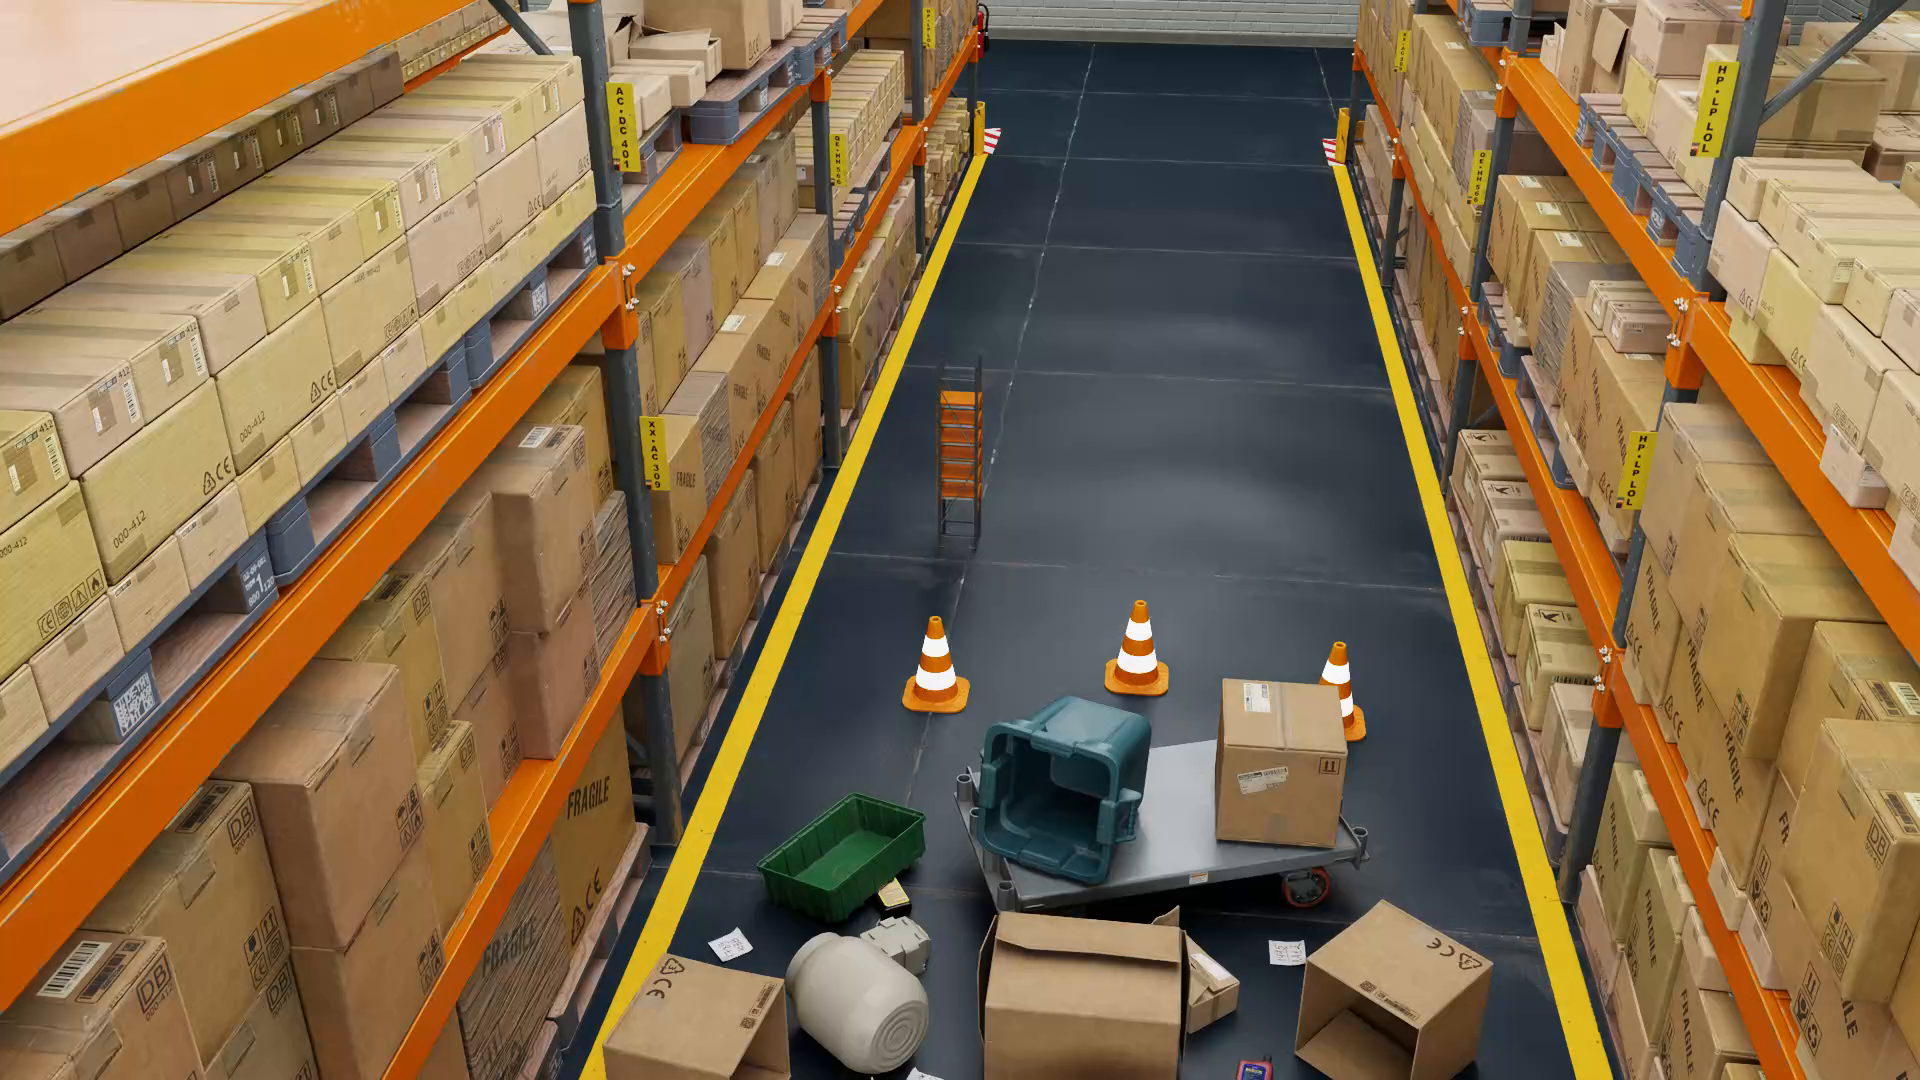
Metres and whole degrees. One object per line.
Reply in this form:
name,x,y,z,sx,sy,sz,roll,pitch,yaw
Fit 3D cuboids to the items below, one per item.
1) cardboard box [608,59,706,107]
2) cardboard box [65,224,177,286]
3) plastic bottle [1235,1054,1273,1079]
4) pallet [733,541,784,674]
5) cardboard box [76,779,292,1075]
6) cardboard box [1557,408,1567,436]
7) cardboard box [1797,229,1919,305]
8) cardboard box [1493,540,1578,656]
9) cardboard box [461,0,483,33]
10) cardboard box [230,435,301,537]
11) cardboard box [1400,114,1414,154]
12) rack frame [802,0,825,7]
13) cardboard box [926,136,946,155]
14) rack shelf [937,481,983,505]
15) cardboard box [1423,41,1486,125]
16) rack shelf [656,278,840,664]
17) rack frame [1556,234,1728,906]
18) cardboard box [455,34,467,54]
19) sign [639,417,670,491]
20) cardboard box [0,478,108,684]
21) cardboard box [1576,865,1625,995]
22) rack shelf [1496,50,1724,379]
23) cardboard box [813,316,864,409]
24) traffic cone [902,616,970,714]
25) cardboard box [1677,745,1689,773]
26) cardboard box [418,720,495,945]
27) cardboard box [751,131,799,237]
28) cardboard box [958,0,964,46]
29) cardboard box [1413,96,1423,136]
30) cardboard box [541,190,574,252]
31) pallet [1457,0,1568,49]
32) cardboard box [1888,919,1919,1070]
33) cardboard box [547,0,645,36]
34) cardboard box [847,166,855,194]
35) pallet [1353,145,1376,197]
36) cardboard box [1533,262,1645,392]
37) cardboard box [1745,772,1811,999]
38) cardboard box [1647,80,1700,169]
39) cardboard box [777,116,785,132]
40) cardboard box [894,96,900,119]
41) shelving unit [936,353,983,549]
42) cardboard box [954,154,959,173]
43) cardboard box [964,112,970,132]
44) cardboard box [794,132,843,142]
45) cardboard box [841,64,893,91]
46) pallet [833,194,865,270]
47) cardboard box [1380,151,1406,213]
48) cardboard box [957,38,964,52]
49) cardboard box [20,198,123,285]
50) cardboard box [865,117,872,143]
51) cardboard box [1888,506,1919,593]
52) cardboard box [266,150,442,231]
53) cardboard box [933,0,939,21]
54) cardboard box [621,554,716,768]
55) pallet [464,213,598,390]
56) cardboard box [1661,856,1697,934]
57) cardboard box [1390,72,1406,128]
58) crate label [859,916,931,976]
cardboard box,-1.357,-2.047,7.441,0.380,0.149,0.250,3,28,6
cardboard box,-2.308,-0.651,4.429,0.500,0.250,0.500,4,29,7
plastic bottle,1.119,2.068,6.346,0.133,0.061,0.283,8,29,15
pallet,-1.620,0.320,9.433,1.003,0.211,1.213,3,28,6
cardboard box,-2.218,0.941,4.044,0.875,0.550,0.550,3,28,6
cardboard box,3.066,-0.536,7.904,0.380,0.149,0.250,3,28,6
cardboard box,2.672,-0.785,4.807,0.380,0.149,0.250,3,28,6
cardboard box,3.368,0.335,8.793,0.950,0.372,0.625,4,29,8
cardboard box,-5.148,-5.291,16.753,0.500,0.250,0.500,2,28,4
cardboard box,-1.794,-0.138,3.897,0.380,0.149,0.250,3,29,6
cardboard box,3.802,-3.232,13.244,0.500,0.250,0.500,3,28,5
rack frame,-1.297,-4.488,9.092,1.000,3.000,0.127,3,28,6
cardboard box,-0.342,-3.805,16.087,0.380,0.149,0.250,3,29,6
rack shelf,-0.002,-0.271,10.088,0.258,0.103,0.180,3,28,6
cardboard box,3.680,-3.306,12.065,0.500,0.500,0.500,3,28,5
rack shelf,-1.542,-0.588,8.938,1.077,0.370,4.000,3,28,6
rack frame,3.138,0.276,6.574,1.000,3.000,0.127,3,28,6
cardboard box,-5.131,-4.931,16.506,0.380,0.149,0.250,4,29,7
sign,-1.236,-0.348,6.737,0.100,0.325,0.005,3,28,6
cardboard box,-1.963,0.093,3.049,0.500,0.250,0.500,3,28,6
cardboard box,2.798,1.564,6.641,0.500,0.250,0.500,2,28,4
rack shelf,3.383,-1.669,7.781,1.077,0.370,4.000,3,28,6
cardboard box,-0.957,-1.249,11.599,0.500,0.500,0.500,2,28,4
traffic cone,-0.124,0.610,8.631,0.336,0.463,0.334,3,28,6
cardboard box,2.799,0.765,5.932,0.380,0.149,0.250,3,28,6
cardboard box,-2.014,0.907,5.245,0.875,0.550,0.500,3,28,6
cardboard box,-1.362,-2.120,9.863,0.700,0.500,0.500,3,28,6
cardboard box,-0.237,-5.079,16.097,0.500,0.500,0.500,3,29,6
cardboard box,3.748,-3.206,12.669,0.500,0.250,0.500,4,29,7
cardboard box,-1.545,-1.094,5.672,0.380,0.149,0.250,4,29,7
pallet,3.654,-3.150,9.971,1.213,0.211,1.003,5,29,9
cardboard box,2.563,1.053,3.659,0.700,0.500,0.500,4,29,7
cardboard box,-1.728,-2.551,8.206,0.500,0.311,0.500,3,28,5
cardboard box,-0.945,-2.500,11.550,0.380,0.149,0.250,5,29,9
pallet,4.588,-3.764,17.014,1.003,0.211,1.213,3,28,6
cardboard box,3.159,-1.037,8.150,0.500,0.500,0.500,2,28,4
cardboard box,2.652,1.005,4.804,0.500,0.500,0.500,4,29,7
cardboard box,3.133,-1.684,6.767,0.500,0.250,0.500,4,29,7
cardboard box,-1.501,-3.040,12.238,0.380,0.149,0.250,3,28,5
cardboard box,-0.690,-3.483,13.374,0.380,0.149,0.250,4,29,6
shelving unit,-0.002,-0.521,9.953,0.258,1.200,0.189,3,28,6
cardboard box,-0.210,-3.795,16.695,0.380,0.149,0.250,2,28,4
cardboard box,-0.098,-4.408,17.519,0.380,0.149,0.250,3,28,5
cardboard box,-0.983,-2.631,11.166,0.380,0.149,0.250,3,28,6
cardboard box,-0.728,-3.617,12.997,0.380,0.149,0.250,2,28,5
pallet,-1.315,-2.104,11.195,1.213,0.211,1.003,3,28,6
cardboard box,4.411,-3.257,15.392,0.875,0.438,0.875,3,28,5
cardboard box,-0.168,-4.977,16.590,0.380,0.149,0.250,4,29,8
cardboard box,-2.386,-0.767,4.224,0.380,0.149,0.250,4,29,7
cardboard box,-0.853,-3.001,12.167,0.380,0.149,0.250,4,29,8
cardboard box,2.558,0.039,4.116,0.380,0.149,0.250,3,28,6
cardboard box,-1.671,-0.969,4.599,0.380,0.149,0.250,3,28,6
cardboard box,-0.461,-4.788,14.501,0.500,0.500,0.500,3,28,5
cardboard box,-1.800,0.544,8.006,1.050,0.750,0.750,3,28,6
pallet,-1.898,-0.861,5.616,1.003,0.211,1.213,3,28,6
cardboard box,2.662,1.246,5.757,0.380,0.149,0.250,4,29,8
cardboard box,3.921,-3.767,13.973,0.500,0.500,0.500,4,29,7
crate label,-0.279,1.704,6.942,0.298,0.136,0.250,-17,33,-29
